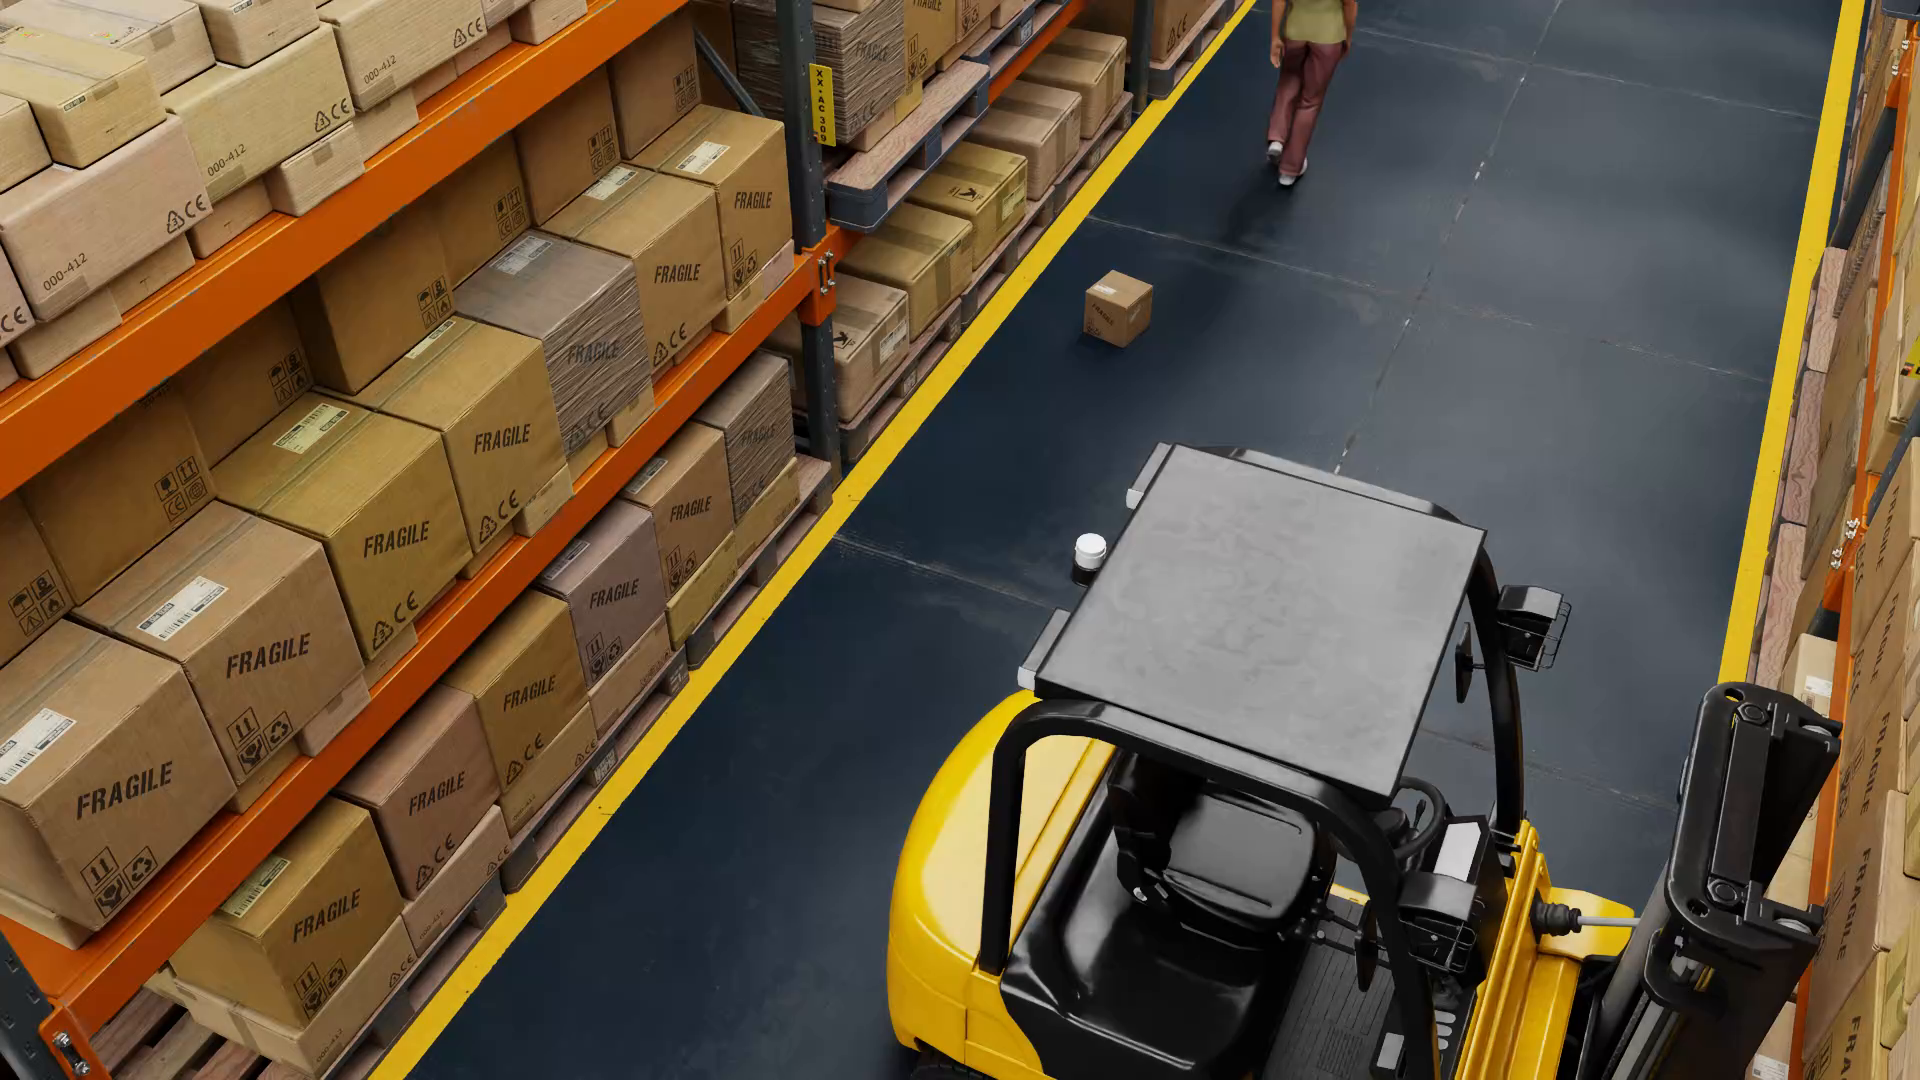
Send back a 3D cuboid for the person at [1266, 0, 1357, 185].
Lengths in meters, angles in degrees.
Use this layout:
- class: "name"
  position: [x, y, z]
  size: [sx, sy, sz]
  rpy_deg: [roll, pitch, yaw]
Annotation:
- class: "person"
  position: [1.964, -2.783, 9.221]
  size: [0.441, 1.676, 0.465]
  rpy_deg: [19, 45, 20]
